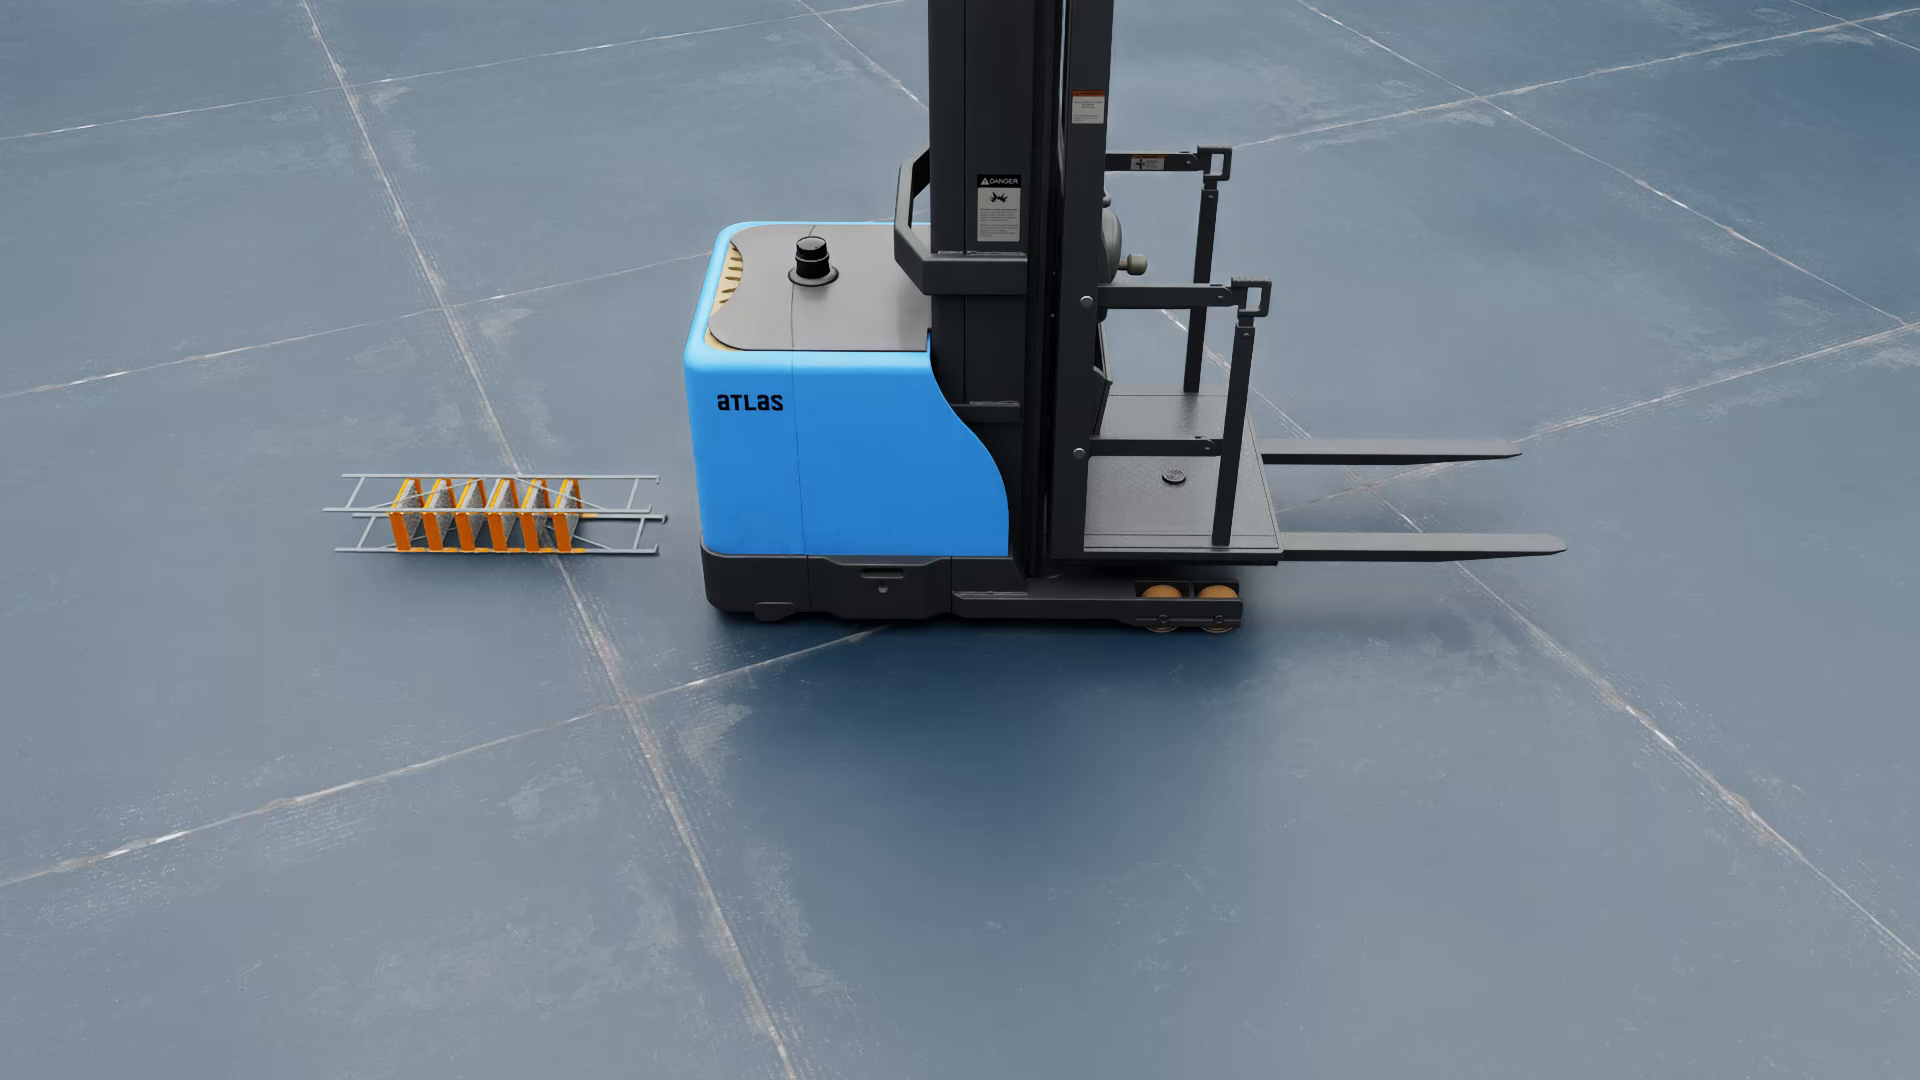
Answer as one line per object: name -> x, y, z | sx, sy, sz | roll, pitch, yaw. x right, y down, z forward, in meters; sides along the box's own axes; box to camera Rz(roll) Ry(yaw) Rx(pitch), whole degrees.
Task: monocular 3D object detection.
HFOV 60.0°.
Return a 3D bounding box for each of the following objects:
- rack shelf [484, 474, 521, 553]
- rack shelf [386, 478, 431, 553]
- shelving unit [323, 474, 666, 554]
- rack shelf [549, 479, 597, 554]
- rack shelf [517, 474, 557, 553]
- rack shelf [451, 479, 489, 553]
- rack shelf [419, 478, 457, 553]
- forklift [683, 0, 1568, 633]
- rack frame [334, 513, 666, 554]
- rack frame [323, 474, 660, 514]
rack shelf -> -1.683, -0.099, 6.219 | 0.103, 0.180, 0.258 | 0, 37, 1
rack shelf -> -2.043, -0.101, 6.225 | 0.103, 0.180, 0.258 | 0, 37, 1
shelving unit -> -1.728, -0.099, 6.220 | 1.200, 0.189, 0.258 | 0, 37, 1
rack shelf -> -1.443, -0.098, 6.215 | 0.103, 0.180, 0.258 | 0, 37, 1
rack shelf -> -1.563, -0.099, 6.217 | 0.103, 0.180, 0.258 | 0, 37, 1
rack shelf -> -1.803, -0.100, 6.221 | 0.103, 0.180, 0.258 | 0, 37, 1
rack shelf -> -1.923, -0.100, 6.223 | 0.103, 0.180, 0.258 | 0, 37, 1
forklift -> 0.622, -1.173, 5.371 | 3.031, 2.935, 1.130 | 0, 37, 0
rack frame -> -1.727, -0.026, 6.274 | 1.200, 0.006, 0.240 | 0, 37, 1
rack frame -> -1.728, -0.173, 6.165 | 1.200, 0.006, 0.240 | 0, 37, 1
